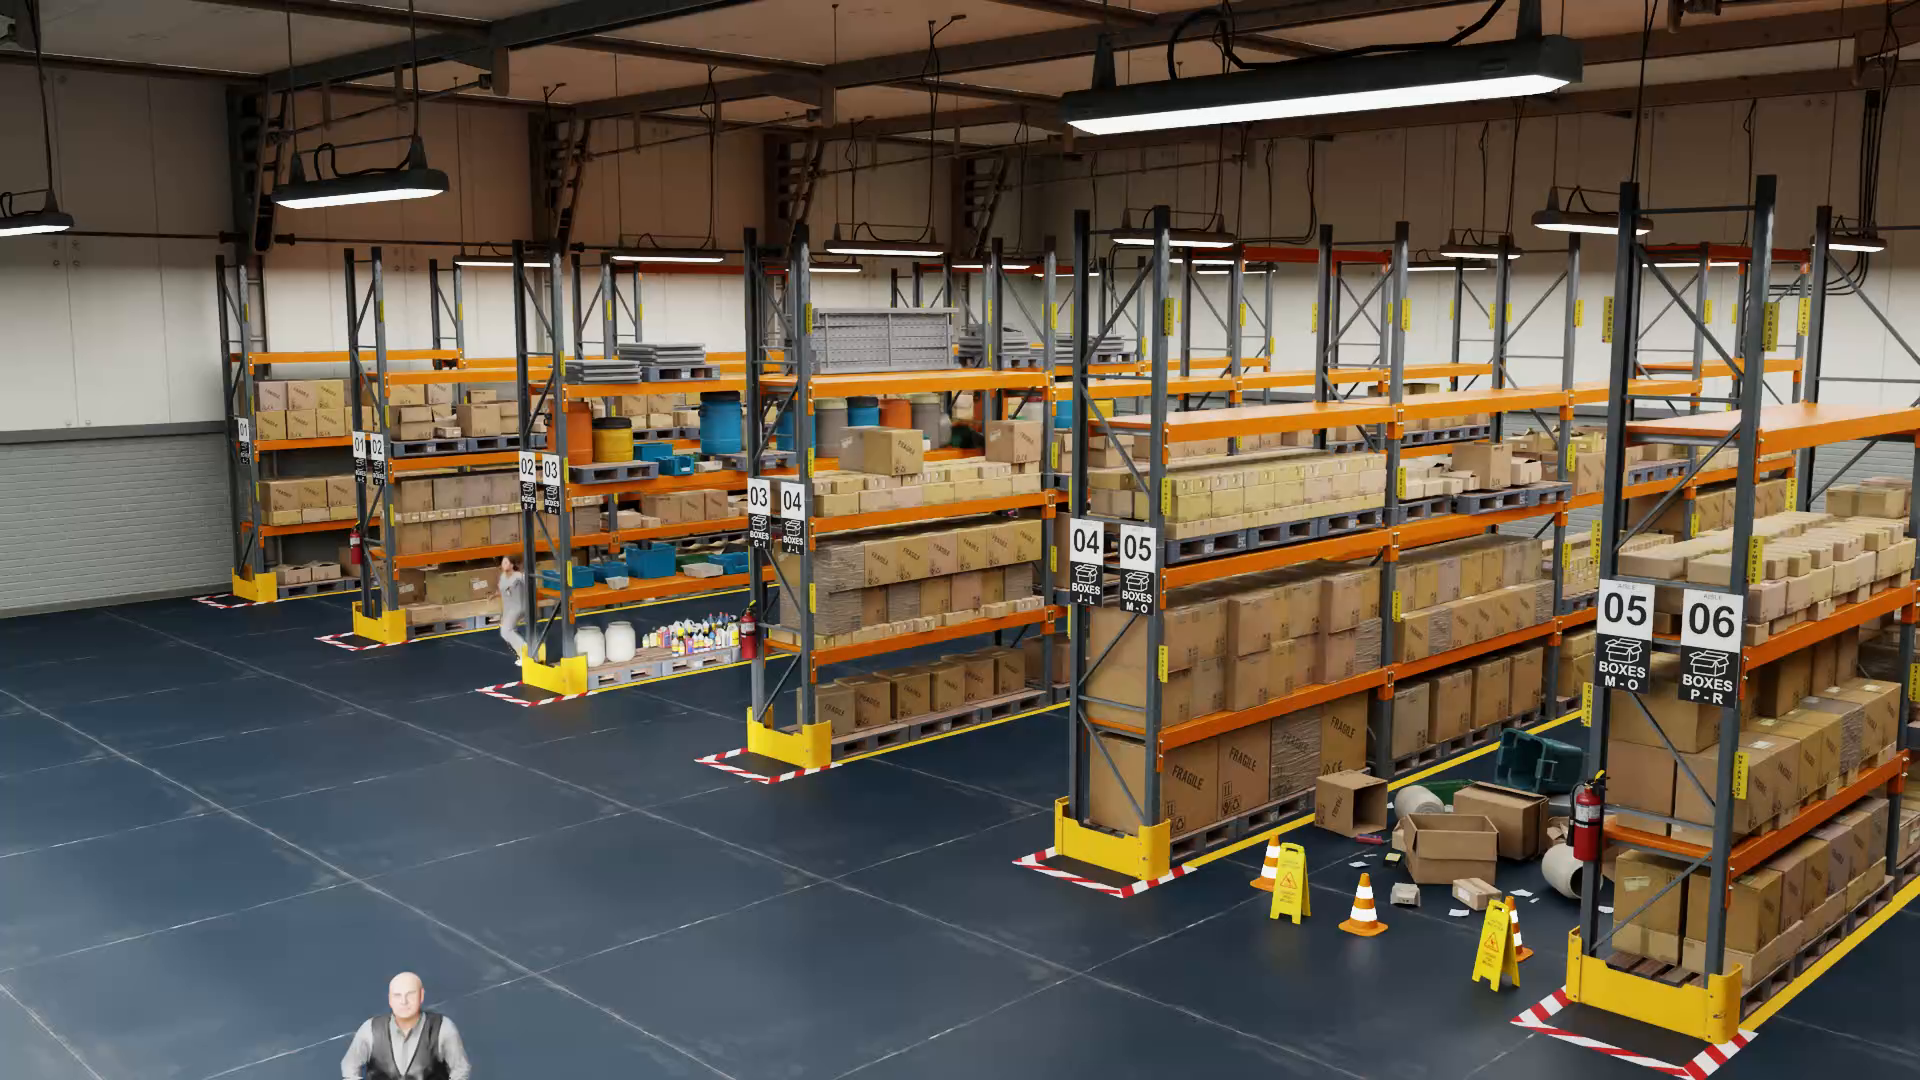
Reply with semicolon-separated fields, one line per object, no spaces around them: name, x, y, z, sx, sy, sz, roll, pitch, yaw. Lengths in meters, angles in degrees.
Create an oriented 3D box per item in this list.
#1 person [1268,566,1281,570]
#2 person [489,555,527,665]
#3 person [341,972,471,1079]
person;4.212;1.105;22.435;0.682;1.810;0.815;7;10;39
person;-6.383;1.008;23.714;0.582;1.615;0.657;6;10;35
person;-2.920;3.105;8.785;0.666;1.685;0.515;-2;8;-12
